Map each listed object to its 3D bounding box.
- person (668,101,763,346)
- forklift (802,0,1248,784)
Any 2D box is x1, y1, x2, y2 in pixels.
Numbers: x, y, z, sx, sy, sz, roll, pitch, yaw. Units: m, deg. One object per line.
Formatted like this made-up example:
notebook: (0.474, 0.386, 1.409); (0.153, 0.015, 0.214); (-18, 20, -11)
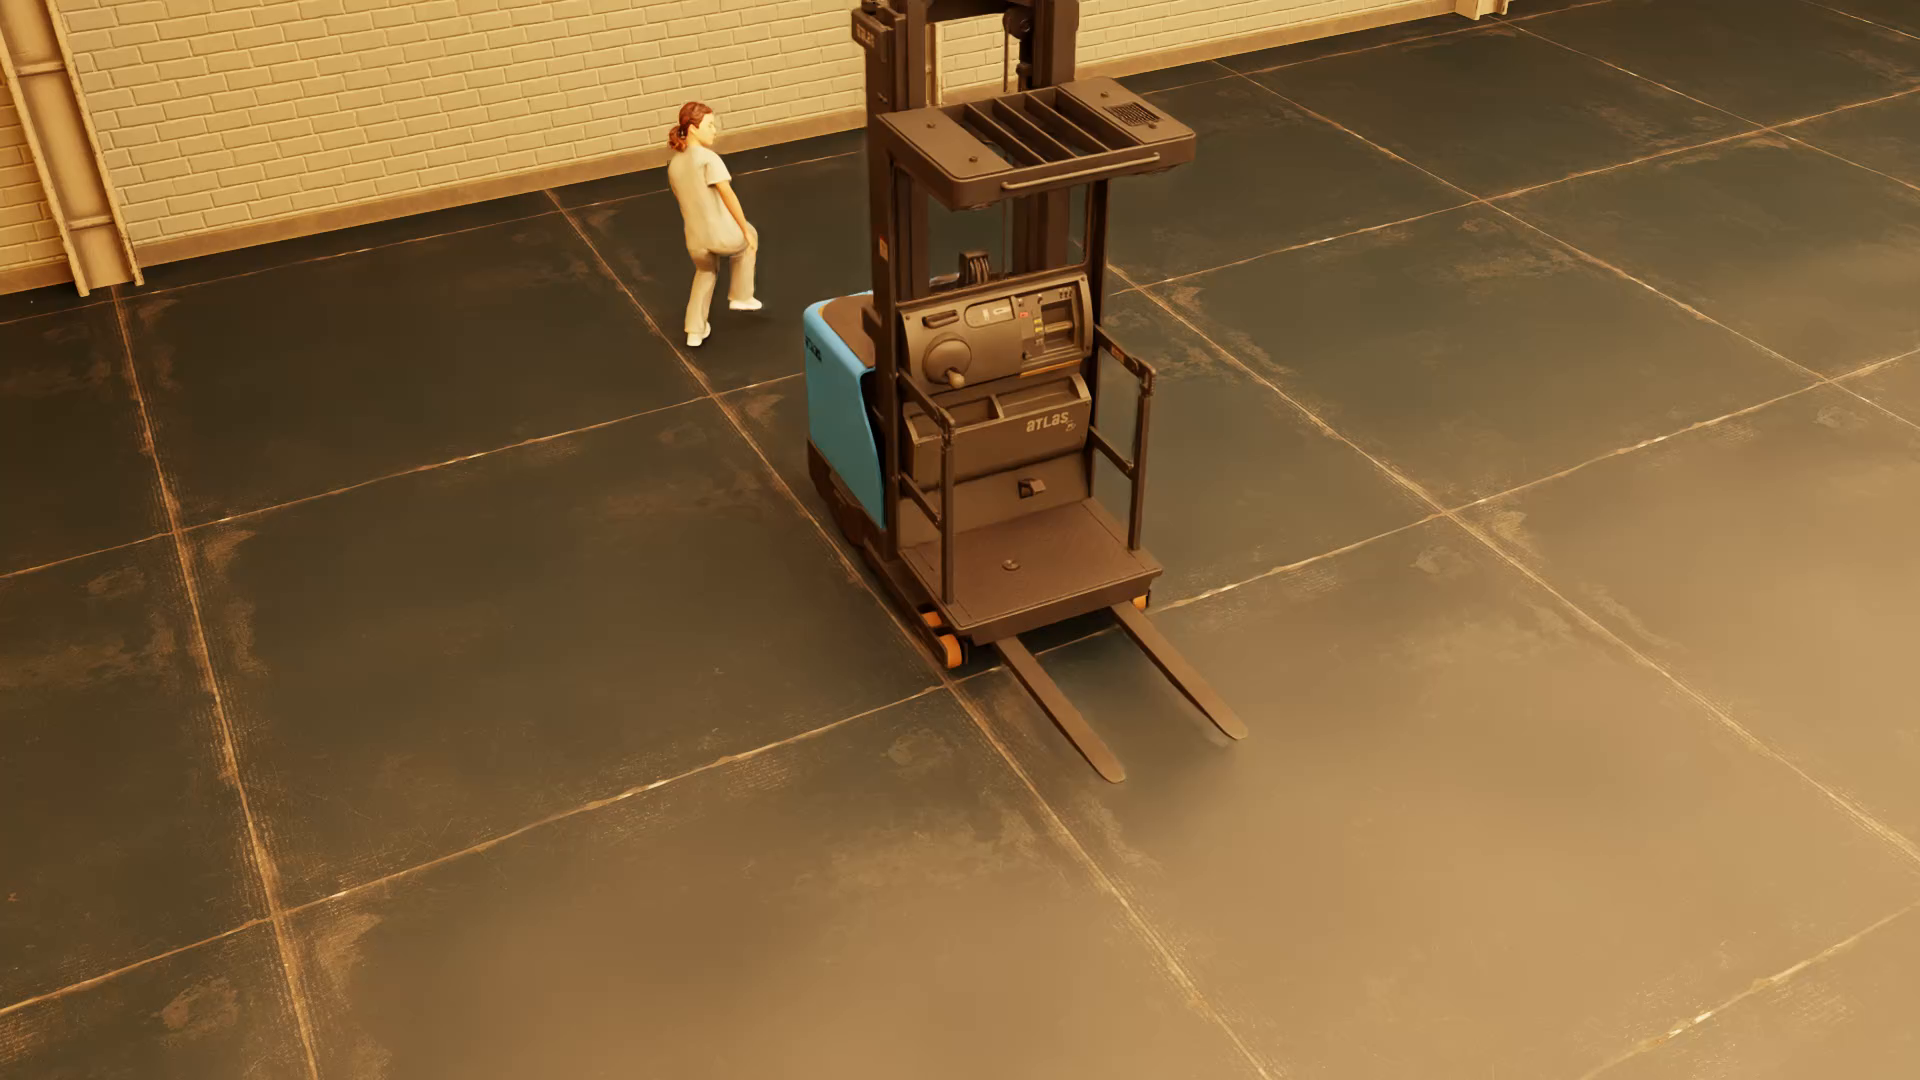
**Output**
person: (-1.419, -1.912, 10.052); (0.665, 1.469, 0.704); (10, 37, 14)
forklift: (0.272, -0.881, 7.369); (1.130, 2.935, 3.031); (-16, 38, -21)
